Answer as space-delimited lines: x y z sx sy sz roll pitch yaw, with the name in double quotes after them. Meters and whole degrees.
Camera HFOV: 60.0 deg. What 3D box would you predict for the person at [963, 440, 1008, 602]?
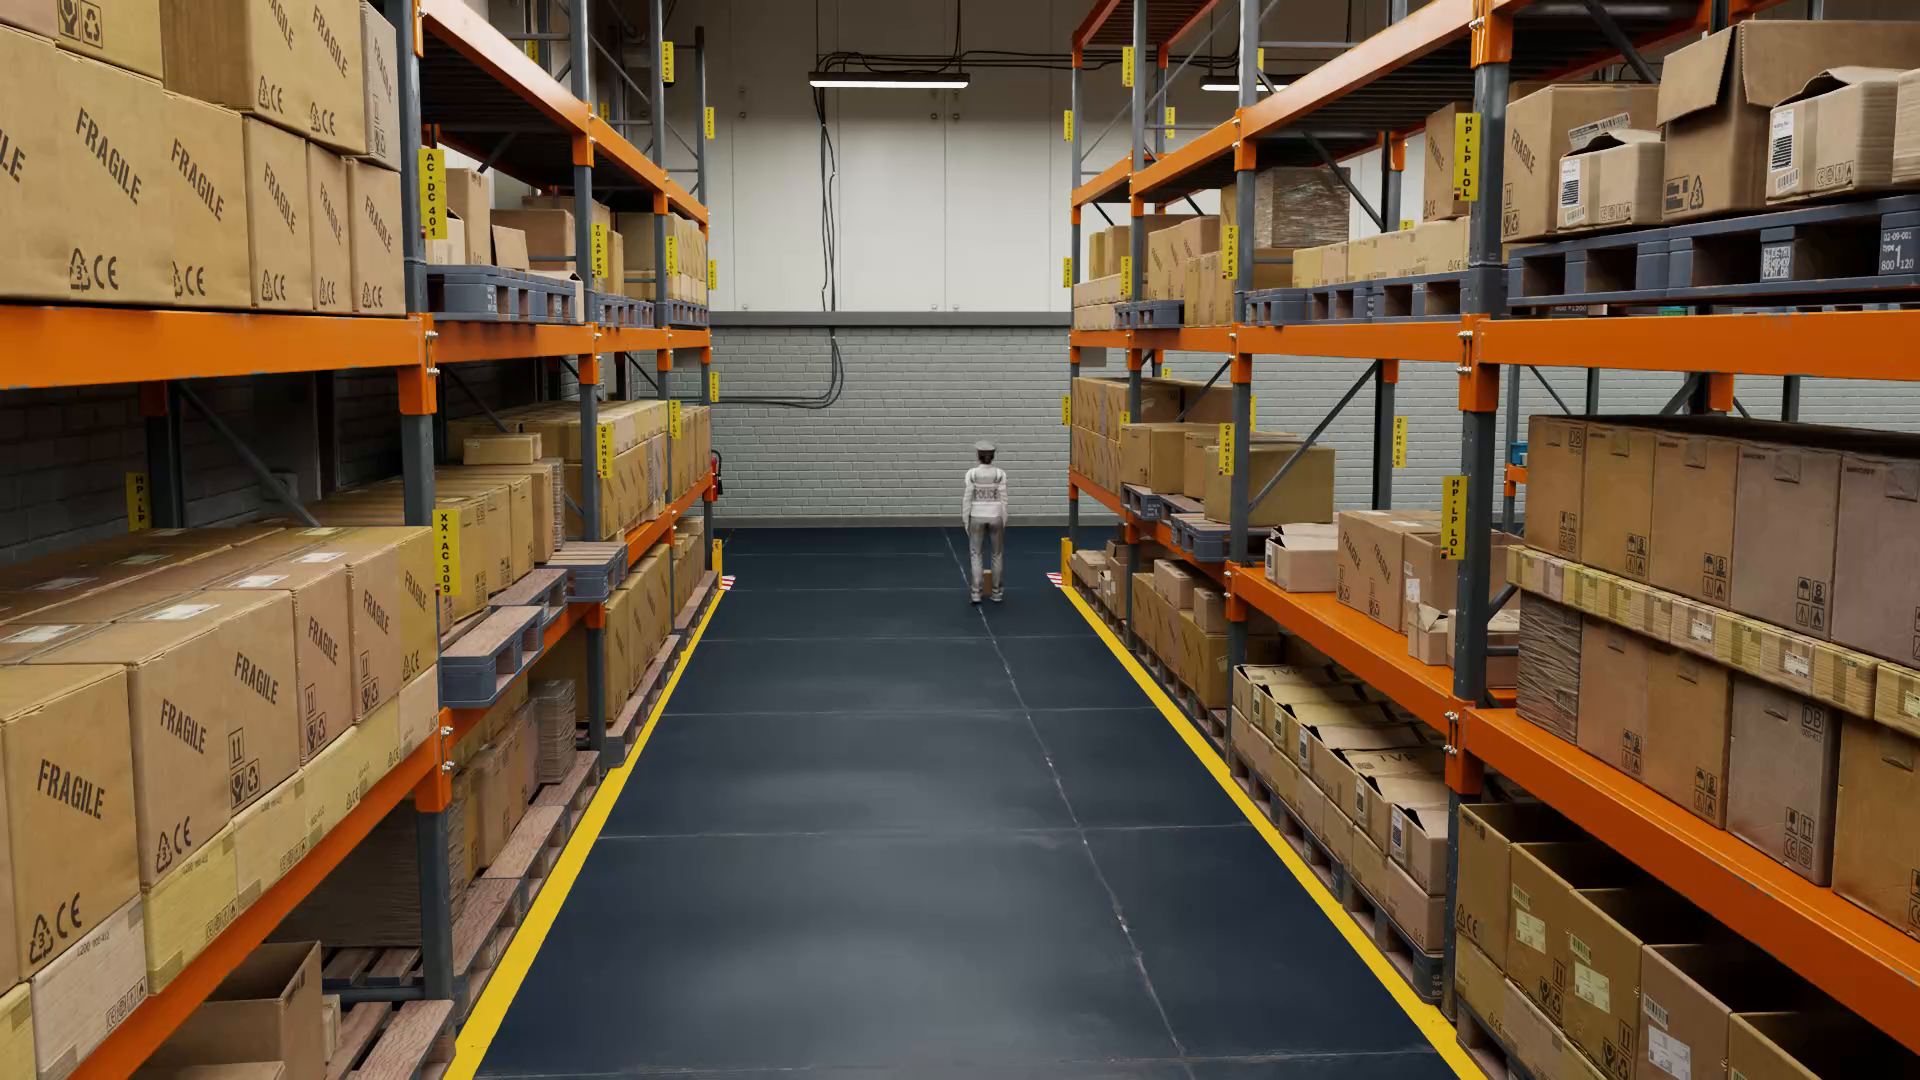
0.260 -0.180 17.256 0.465 1.703 0.343 0 7 -2 "person"
